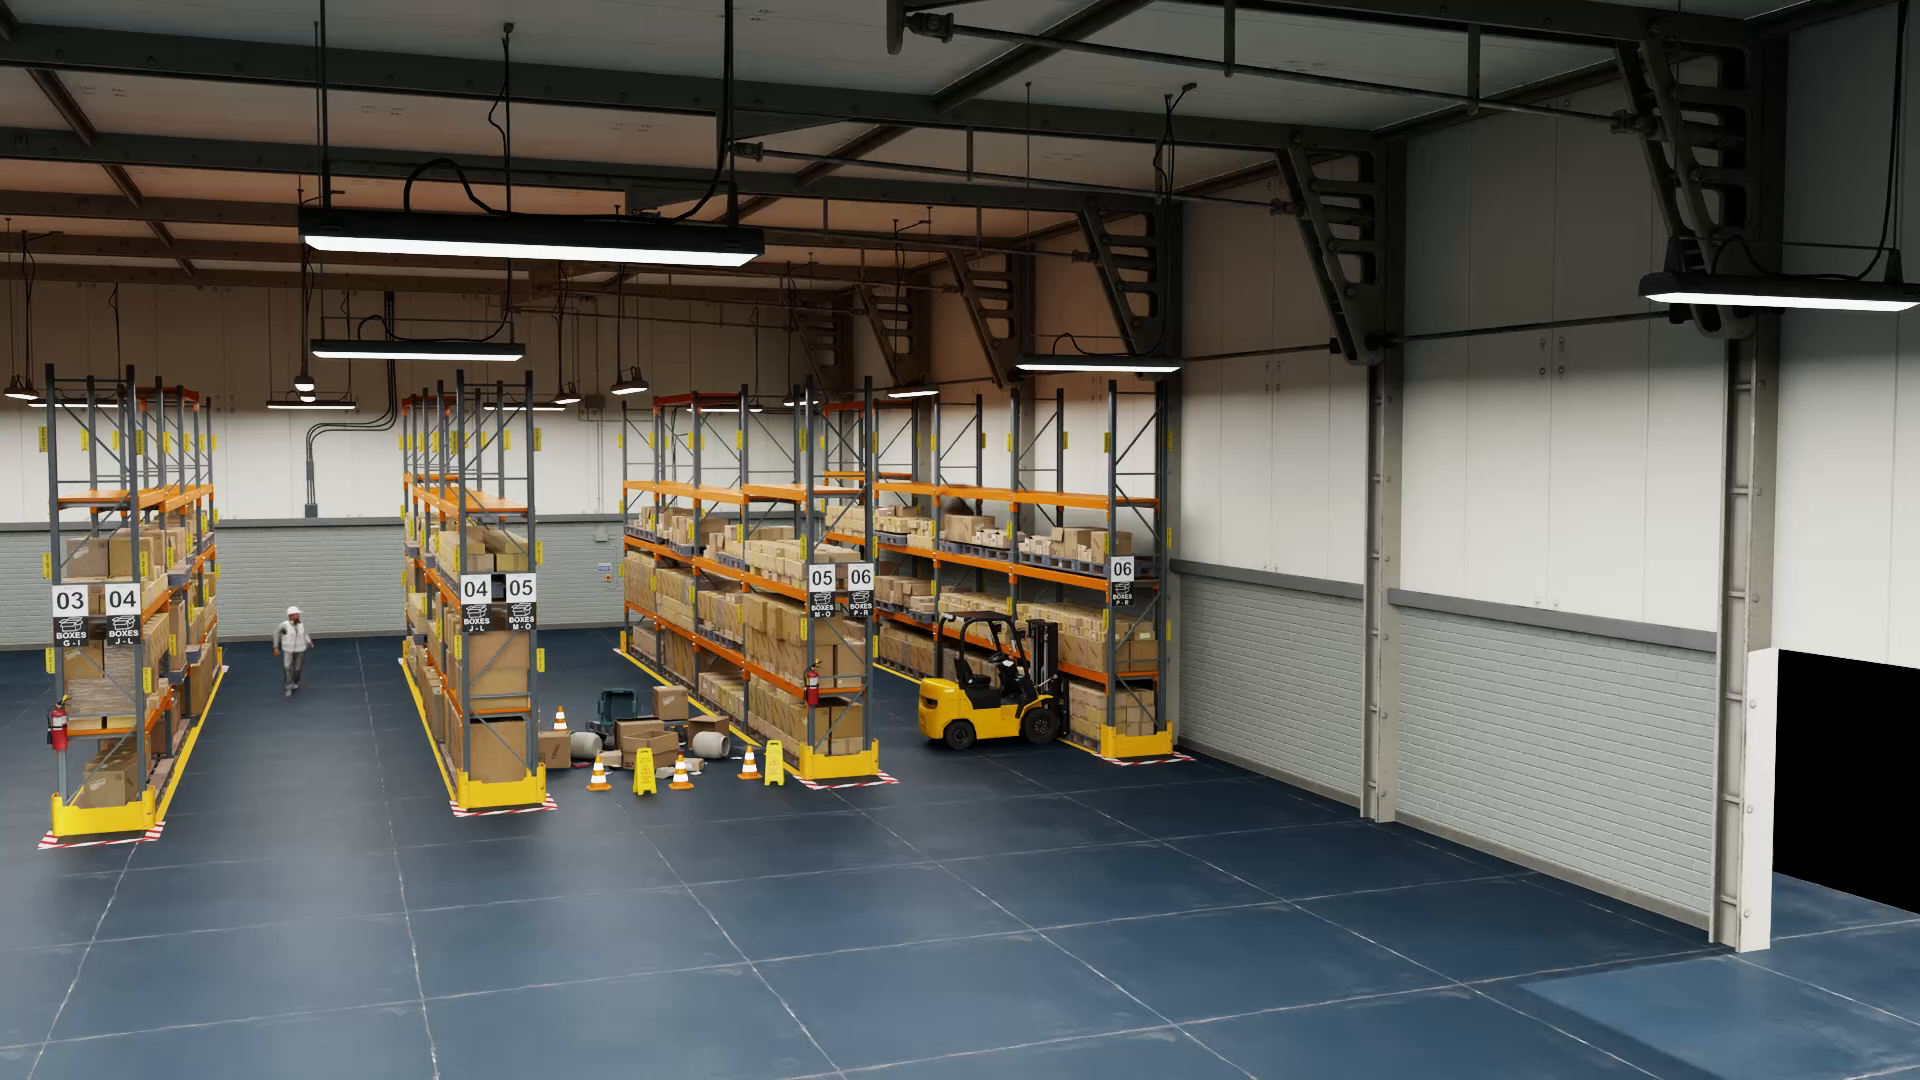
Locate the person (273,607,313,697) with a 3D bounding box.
[{"bbox_3d":[-13.313,2.205,33.217,0.743,1.756,0.983,-1,4,-22],"label":"person"}]
